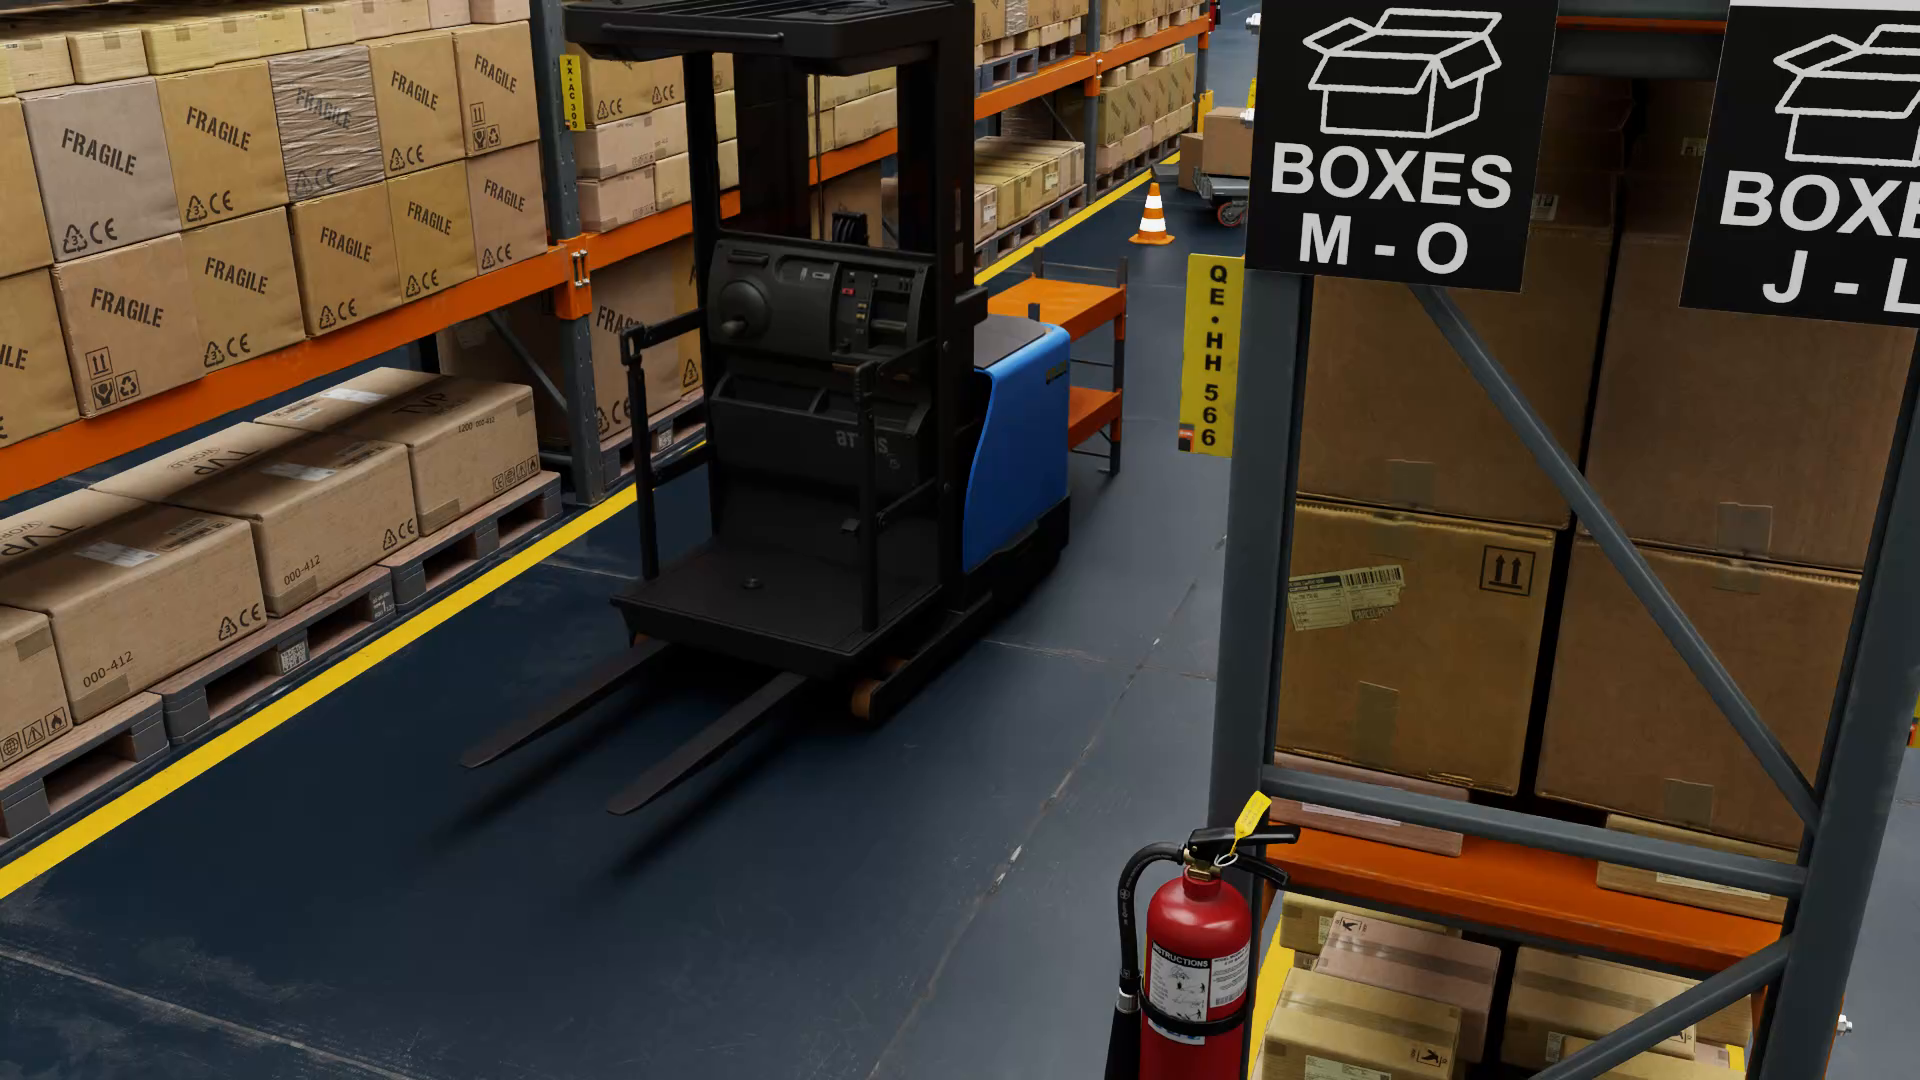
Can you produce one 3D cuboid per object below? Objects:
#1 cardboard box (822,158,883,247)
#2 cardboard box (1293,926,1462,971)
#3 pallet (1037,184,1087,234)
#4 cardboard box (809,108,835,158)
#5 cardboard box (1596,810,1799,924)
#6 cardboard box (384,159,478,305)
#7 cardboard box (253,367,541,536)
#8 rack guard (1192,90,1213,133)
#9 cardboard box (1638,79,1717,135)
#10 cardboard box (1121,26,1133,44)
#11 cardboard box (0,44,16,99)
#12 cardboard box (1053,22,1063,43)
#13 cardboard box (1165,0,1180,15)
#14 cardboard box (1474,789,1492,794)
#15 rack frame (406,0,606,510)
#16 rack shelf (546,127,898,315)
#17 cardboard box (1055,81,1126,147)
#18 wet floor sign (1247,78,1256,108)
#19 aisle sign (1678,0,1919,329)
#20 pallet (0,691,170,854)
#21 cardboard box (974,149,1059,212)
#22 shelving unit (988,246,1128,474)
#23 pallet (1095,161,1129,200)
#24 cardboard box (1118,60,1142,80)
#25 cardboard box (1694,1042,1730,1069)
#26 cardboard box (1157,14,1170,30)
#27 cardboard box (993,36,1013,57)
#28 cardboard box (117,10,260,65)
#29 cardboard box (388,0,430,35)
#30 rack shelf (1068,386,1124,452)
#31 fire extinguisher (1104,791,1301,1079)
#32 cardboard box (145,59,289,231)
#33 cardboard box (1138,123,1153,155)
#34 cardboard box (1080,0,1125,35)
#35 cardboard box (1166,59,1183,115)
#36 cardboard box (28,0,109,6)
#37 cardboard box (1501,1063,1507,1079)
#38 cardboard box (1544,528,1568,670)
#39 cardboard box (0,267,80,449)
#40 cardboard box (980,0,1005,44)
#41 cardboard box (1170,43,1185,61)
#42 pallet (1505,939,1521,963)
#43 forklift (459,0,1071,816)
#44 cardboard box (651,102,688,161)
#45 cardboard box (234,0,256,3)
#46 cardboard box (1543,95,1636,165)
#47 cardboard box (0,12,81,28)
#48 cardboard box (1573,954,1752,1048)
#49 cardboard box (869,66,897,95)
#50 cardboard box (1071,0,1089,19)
[{"bbox_3d":[-1.085,-2.036,10.944,0.875,0.875,0.875,9,24,20],"label":"cardboard box"},{"bbox_3d":[1.033,1.046,4.122,0.380,0.149,0.250,8,24,18],"label":"cardboard box"},{"bbox_3d":[0.447,-2.924,14.475,1.003,0.211,1.213,9,24,20],"label":"pallet"},{"bbox_3d":[-1.075,-2.407,9.816,0.500,0.250,0.500,9,24,20],"label":"cardboard box"},{"bbox_3d":[1.336,0.525,2.928,0.380,0.149,0.250,9,24,20],"label":"cardboard box"},{"bbox_3d":[-2.358,-1.285,6.805,0.500,0.500,0.500,8,24,19],"label":"cardboard box"},{"bbox_3d":[-2.569,-0.429,7.663,0.875,0.438,0.875,8,24,19],"label":"cardboard box"},{"bbox_3d":[2.193,-4.740,18.449,1.175,0.500,0.348,9,24,20],"label":"rack guard"},{"bbox_3d":[1.906,-0.837,4.049,0.500,0.500,0.500,8,24,18],"label":"cardboard box"},{"bbox_3d":[1.390,-4.721,15.486,0.380,0.149,0.250,10,25,22],"label":"cardboard box"},{"bbox_3d":[-3.018,-1.366,4.861,0.380,0.149,0.250,8,24,18],"label":"cardboard box"},{"bbox_3d":[0.623,-4.154,13.584,0.380,0.149,0.250,8,24,19],"label":"cardboard box"},{"bbox_3d":[1.896,-5.513,16.541,0.500,0.500,0.500,9,24,20],"label":"cardboard box"},{"bbox_3d":[0.897,0.353,3.340,0.380,0.149,0.250,9,24,20],"label":"cardboard box"},{"bbox_3d":[-2.237,-1.626,7.752,1.000,3.000,0.127,9,24,20],"label":"rack frame"},{"bbox_3d":[-1.494,-2.010,9.604,1.077,0.370,4.000,9,24,20],"label":"rack shelf"},{"bbox_3d":[1.205,-3.933,15.323,0.500,0.500,0.500,10,25,23],"label":"cardboard box"},{"bbox_3d":[3.285,-4.749,18.282,0.267,0.644,0.232,19,29,38],"label":"wet floor sign"},{"bbox_3d":[1.162,-0.653,2.048,0.394,0.787,0.004,9,24,20],"label":"aisle sign"},{"bbox_3d":[-3.498,0.795,5.574,1.003,0.211,1.213,9,24,20],"label":"pallet"},{"bbox_3d":[0.279,-3.025,13.964,0.950,0.372,0.625,10,25,23],"label":"cardboard box"},{"bbox_3d":[0.361,-0.737,8.056,0.538,1.125,1.048,11,25,25],"label":"shelving unit"},{"bbox_3d":[0.952,-3.448,15.730,1.003,0.211,1.213,9,24,20],"label":"pallet"},{"bbox_3d":[1.496,-4.452,15.725,0.380,0.149,0.250,10,25,22],"label":"cardboard box"},{"bbox_3d":[1.498,1.221,3.702,0.380,0.149,0.250,9,24,20],"label":"cardboard box"},{"bbox_3d":[1.870,-5.172,16.567,0.380,0.149,0.250,9,24,20],"label":"cardboard box"},{"bbox_3d":[0.188,-3.797,12.729,0.380,0.149,0.250,10,25,22],"label":"cardboard box"},{"bbox_3d":[-2.666,-1.739,5.752,0.380,0.149,0.250,9,24,20],"label":"cardboard box"},{"bbox_3d":[-2.356,-2.111,6.643,0.380,0.149,0.250,9,24,20],"label":"cardboard box"},{"bbox_3d":[0.361,-0.512,8.150,0.538,0.278,1.000,11,25,25],"label":"rack shelf"},{"bbox_3d":[0.389,0.709,2.744,0.296,0.674,0.183,9,24,20],"label":"fire extinguisher"},{"bbox_3d":[-2.726,-1.383,5.743,0.500,0.500,0.500,9,24,20],"label":"cardboard box"},{"bbox_3d":[1.587,-3.969,16.384,0.500,0.250,0.500,8,24,19],"label":"cardboard box"},{"bbox_3d":[1.157,-4.790,14.810,0.500,0.500,0.500,9,24,20],"label":"cardboard box"},{"bbox_3d":[1.975,-4.680,17.113,0.500,0.500,0.500,10,25,22],"label":"cardboard box"},{"bbox_3d":[-5.795,-3.398,11.314,0.797,0.503,0.637,8,24,19],"label":"cardboard box"},{"bbox_3d":[1.510,1.262,3.990,0.380,0.149,0.250,9,24,21],"label":"cardboard box"},{"bbox_3d":[1.035,-0.087,3.551,0.500,0.500,0.500,8,24,19],"label":"cardboard box"},{"bbox_3d":[-3.116,-0.557,5.061,0.500,0.500,0.500,8,24,19],"label":"cardboard box"},{"bbox_3d":[0.009,-3.941,12.233,0.500,0.500,0.500,9,24,21],"label":"cardboard box"},{"bbox_3d":[2.091,-5.026,17.099,0.380,0.149,0.250,10,24,22],"label":"cardboard box"},{"bbox_3d":[1.729,1.016,5.043,1.003,0.211,1.213,9,24,20],"label":"pallet"},{"bbox_3d":[-0.638,-0.873,6.038,1.130,2.935,3.031,11,25,25],"label":"forklift"},{"bbox_3d":[-1.644,-2.095,8.421,0.500,0.250,0.500,9,24,21],"label":"cardboard box"},{"bbox_3d":[-2.880,-2.086,6.583,0.380,0.149,0.250,9,24,20],"label":"cardboard box"},{"bbox_3d":[1.223,-0.735,3.805,0.500,0.500,0.500,10,25,23],"label":"cardboard box"},{"bbox_3d":[-3.237,-1.715,5.694,0.380,0.149,0.250,10,25,22],"label":"cardboard box"},{"bbox_3d":[1.624,0.998,3.850,0.380,0.149,0.250,9,24,20],"label":"cardboard box"},{"bbox_3d":[-0.695,-3.009,10.609,0.500,0.250,0.500,9,24,20],"label":"cardboard box"},{"bbox_3d":[0.776,-4.668,13.973,0.500,0.500,0.500,8,24,19],"label":"cardboard box"}]
